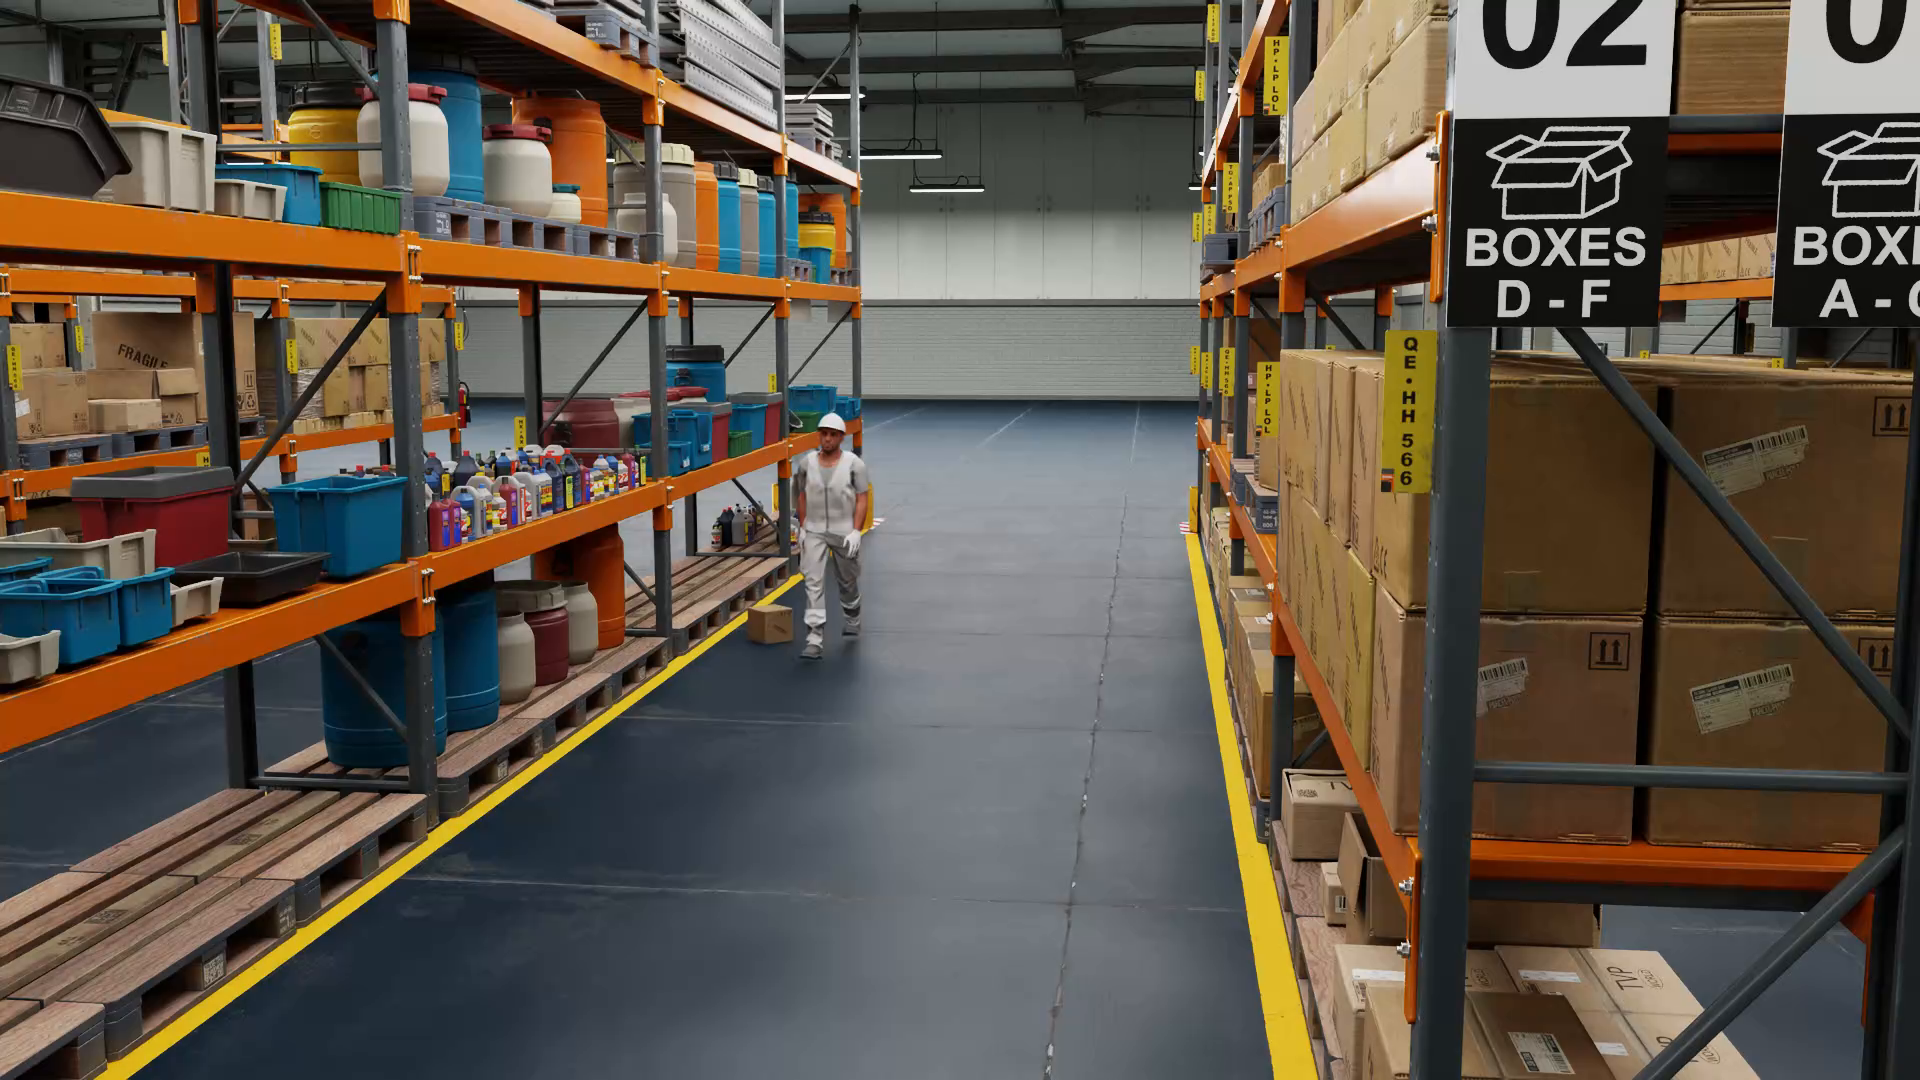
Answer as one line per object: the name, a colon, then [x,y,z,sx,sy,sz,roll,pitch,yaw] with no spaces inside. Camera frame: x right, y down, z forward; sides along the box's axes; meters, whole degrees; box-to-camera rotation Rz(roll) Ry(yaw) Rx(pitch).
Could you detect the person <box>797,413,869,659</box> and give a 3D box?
person: [-0.924,-0.046,12.059,0.544,1.754,1.053,1,8,5]
